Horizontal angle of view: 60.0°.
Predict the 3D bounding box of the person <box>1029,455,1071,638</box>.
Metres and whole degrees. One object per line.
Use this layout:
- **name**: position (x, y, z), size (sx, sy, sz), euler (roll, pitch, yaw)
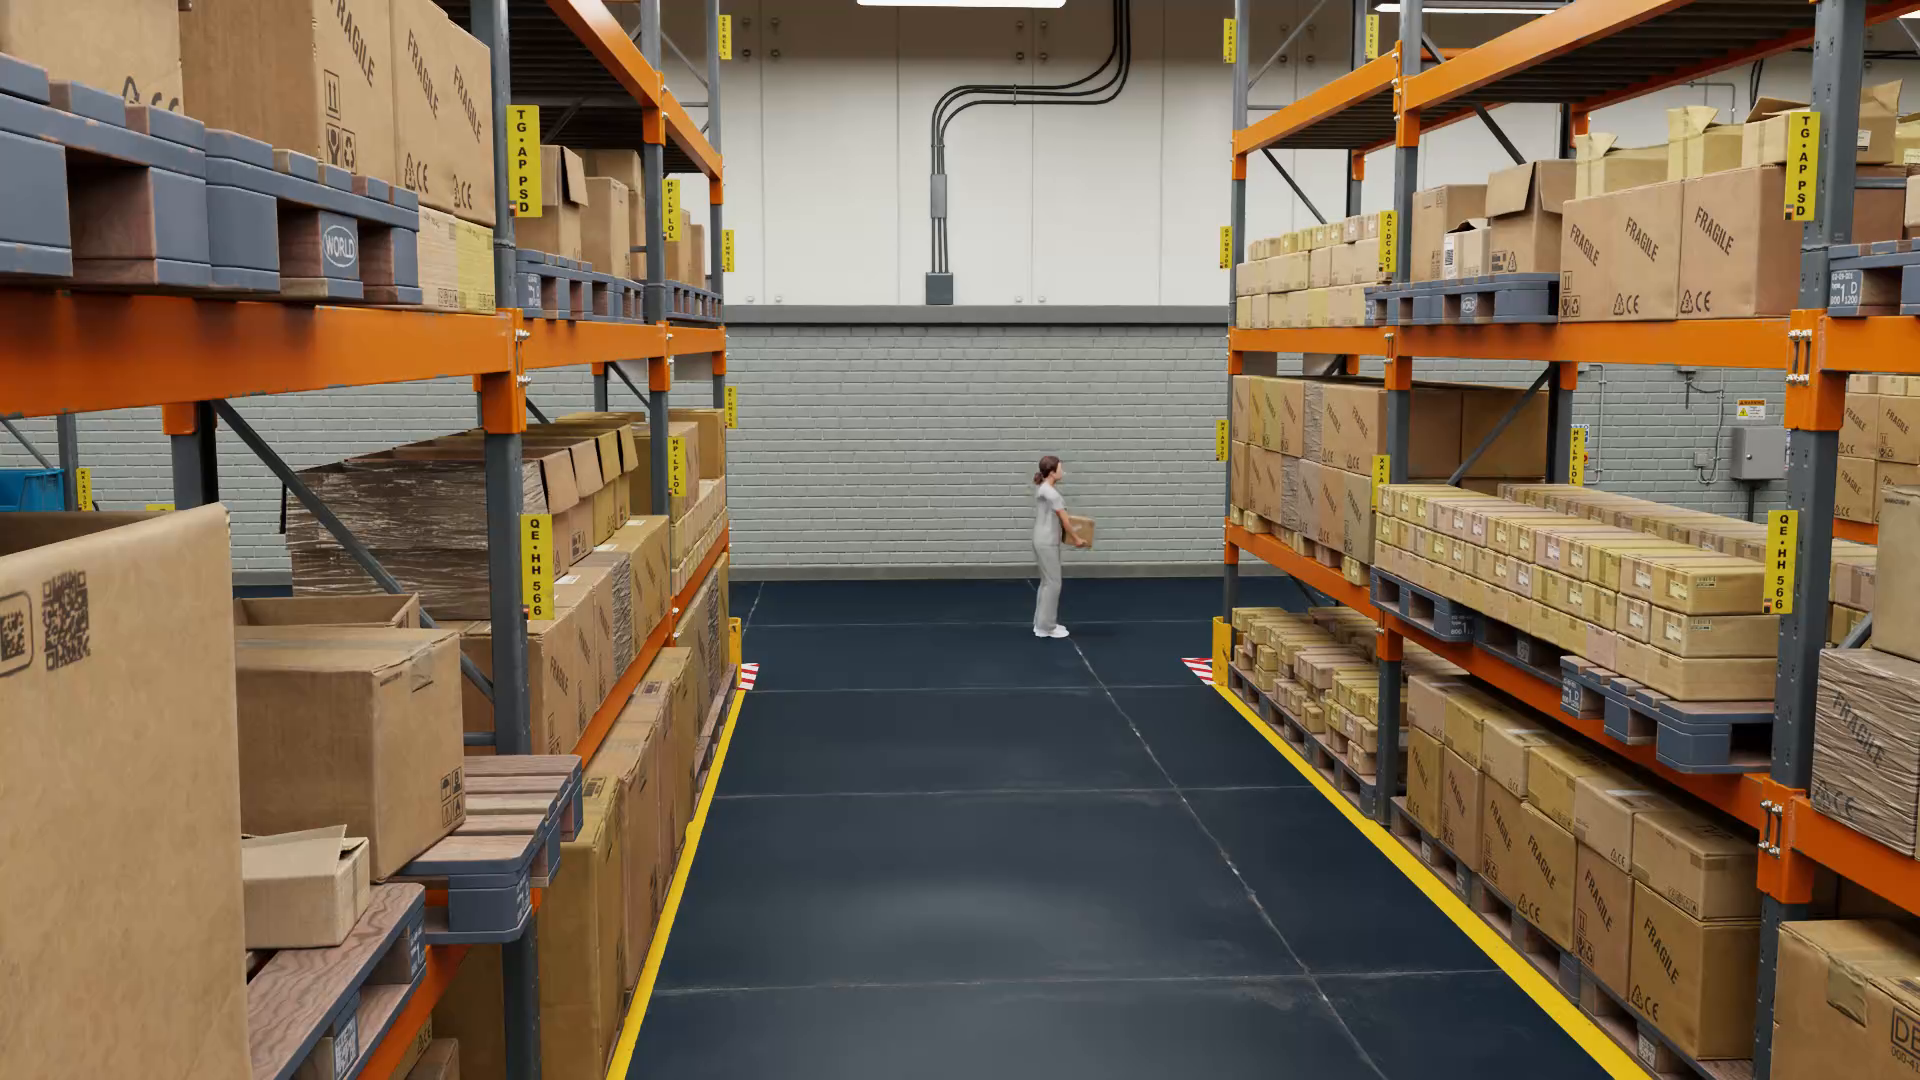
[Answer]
- **person**: position (0.825, 0.048, 15.366), size (0.361, 1.671, 0.511), euler (-1, 7, -7)
